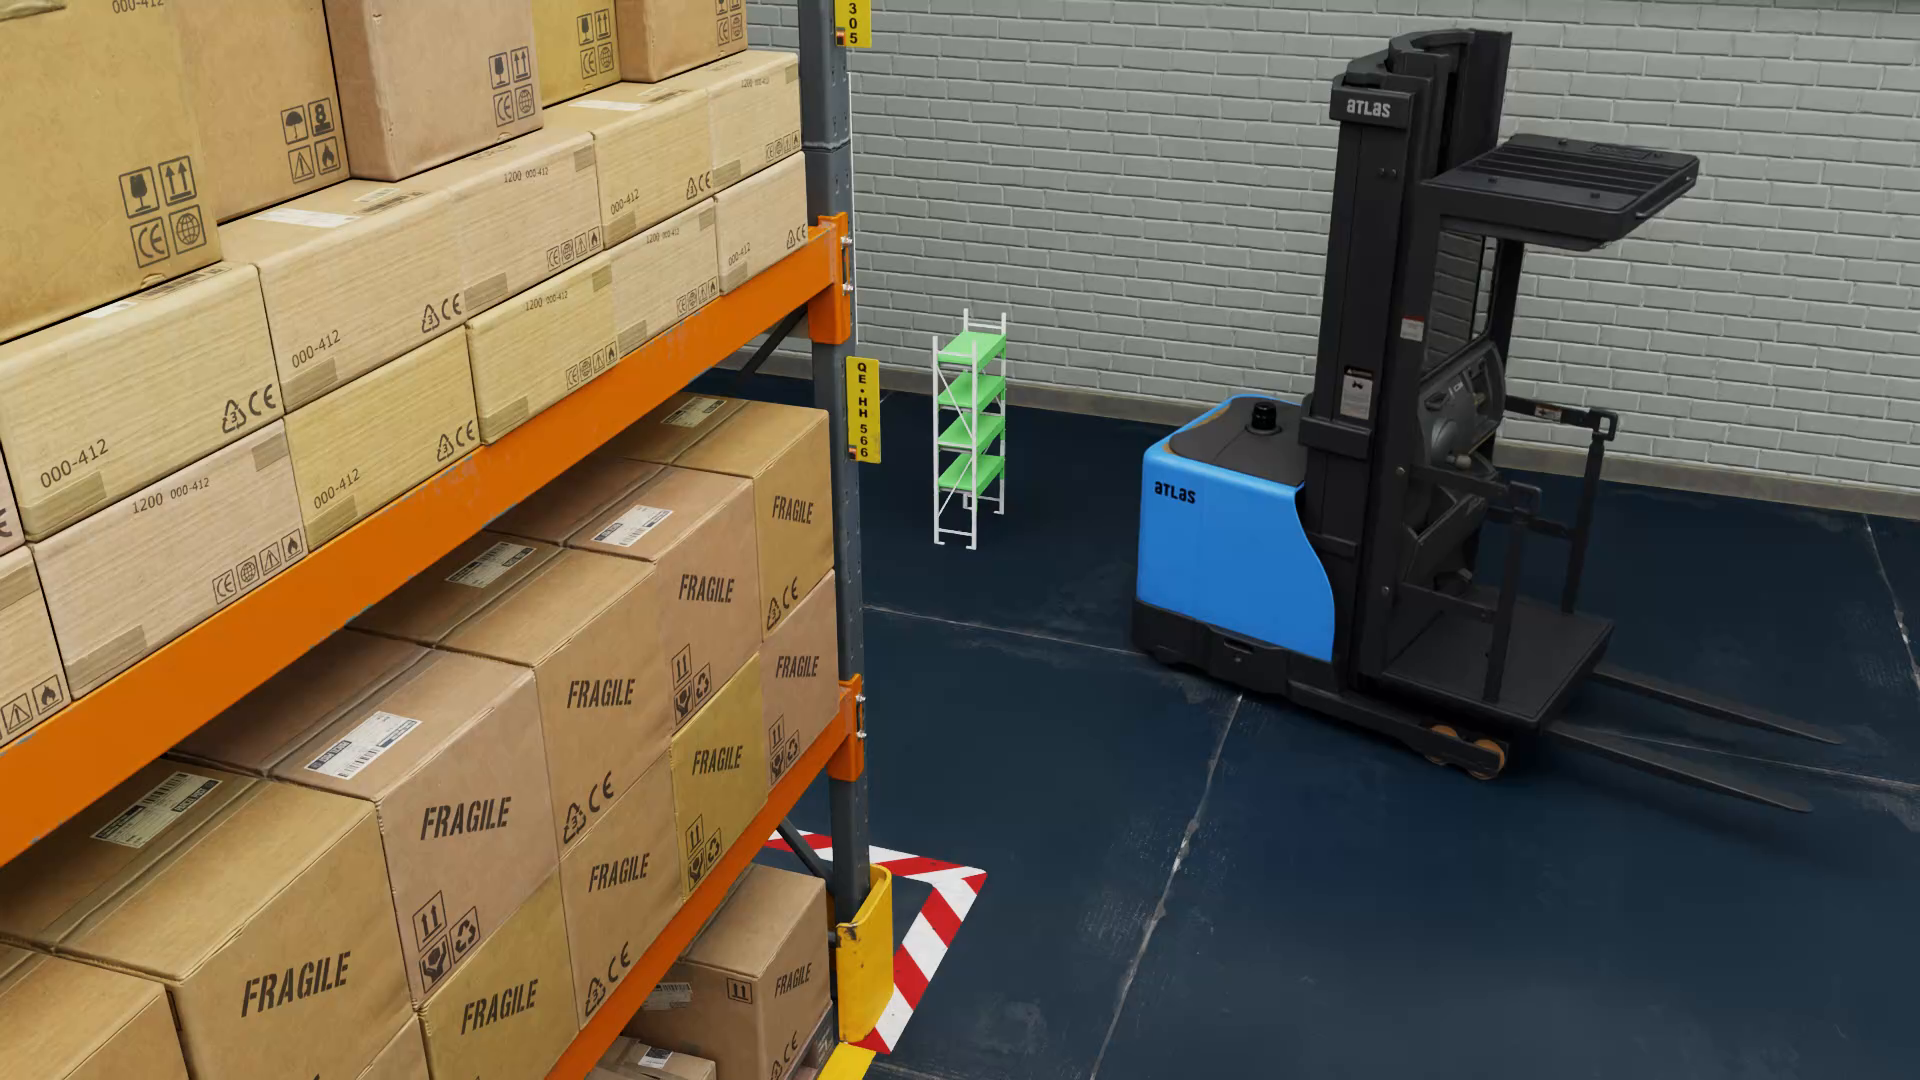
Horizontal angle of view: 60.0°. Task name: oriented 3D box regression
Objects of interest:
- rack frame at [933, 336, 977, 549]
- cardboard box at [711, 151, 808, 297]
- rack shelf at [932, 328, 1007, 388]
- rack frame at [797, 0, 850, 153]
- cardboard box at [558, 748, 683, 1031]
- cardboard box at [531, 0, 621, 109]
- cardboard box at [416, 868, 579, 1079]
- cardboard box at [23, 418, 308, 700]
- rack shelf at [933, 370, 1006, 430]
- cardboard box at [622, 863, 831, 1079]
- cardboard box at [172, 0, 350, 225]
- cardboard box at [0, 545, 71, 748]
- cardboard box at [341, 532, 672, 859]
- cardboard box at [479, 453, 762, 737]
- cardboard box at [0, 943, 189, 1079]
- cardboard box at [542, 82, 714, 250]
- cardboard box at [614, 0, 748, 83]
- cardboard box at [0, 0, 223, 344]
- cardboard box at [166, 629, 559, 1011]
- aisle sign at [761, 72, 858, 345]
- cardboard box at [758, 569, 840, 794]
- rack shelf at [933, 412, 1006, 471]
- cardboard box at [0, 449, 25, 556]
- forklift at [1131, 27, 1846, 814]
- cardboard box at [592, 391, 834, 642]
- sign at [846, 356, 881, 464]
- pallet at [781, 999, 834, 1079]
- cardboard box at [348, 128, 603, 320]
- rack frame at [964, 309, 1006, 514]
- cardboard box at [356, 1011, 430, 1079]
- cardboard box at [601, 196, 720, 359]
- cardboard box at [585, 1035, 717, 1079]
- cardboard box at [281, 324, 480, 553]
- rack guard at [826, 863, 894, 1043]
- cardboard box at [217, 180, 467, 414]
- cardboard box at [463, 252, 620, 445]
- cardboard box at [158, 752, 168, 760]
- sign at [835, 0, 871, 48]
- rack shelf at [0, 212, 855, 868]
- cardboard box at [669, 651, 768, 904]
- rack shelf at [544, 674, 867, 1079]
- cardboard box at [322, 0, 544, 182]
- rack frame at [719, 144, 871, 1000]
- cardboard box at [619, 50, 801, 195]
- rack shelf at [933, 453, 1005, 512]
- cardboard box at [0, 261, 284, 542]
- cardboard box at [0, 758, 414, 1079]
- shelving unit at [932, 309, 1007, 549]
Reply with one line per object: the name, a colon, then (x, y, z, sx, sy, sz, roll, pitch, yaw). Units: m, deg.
rack frame: (-0.026, -0.508, 8.922, 0.240, 1.200, 0.015, 9, 27, 17)
cardboard box: (-0.723, -0.840, 4.274, 0.500, 0.250, 0.500, 9, 27, 17)
rack shelf: (0.055, -0.983, 8.948, 0.258, 0.148, 0.480, 9, 27, 17)
rack frame: (-0.801, -2.507, 4.103, 1.000, 3.000, 0.127, 9, 27, 17)
cardboard box: (-1.034, 0.789, 4.063, 0.500, 0.500, 0.500, 9, 27, 18)
cardboard box: (-1.203, -1.246, 3.677, 0.700, 0.500, 0.500, 9, 27, 17)
cardboard box: (-1.202, 0.996, 3.636, 0.500, 0.500, 0.500, 8, 27, 17)
cardboard box: (-1.399, -0.020, 2.580, 0.500, 0.250, 0.500, 9, 27, 17)
rack shelf: (0.055, -0.767, 9.052, 0.258, 0.148, 0.480, 9, 27, 17)
cardboard box: (-0.750, 1.379, 5.323, 0.500, 0.500, 0.500, 9, 27, 17)
cardboard box: (-1.523, -0.833, 2.824, 0.700, 0.500, 0.500, 9, 27, 17)
cardboard box: (-1.567, 0.185, 2.156, 0.500, 0.250, 0.500, 9, 27, 17)
cardboard box: (-1.025, 0.342, 3.840, 0.500, 0.500, 0.500, 10, 27, 19)
cardboard box: (-0.857, 0.128, 4.281, 0.500, 0.500, 0.500, 10, 27, 19)
cardboard box: (-1.539, 0.977, 2.529, 0.500, 0.500, 0.500, 8, 27, 16)
cardboard box: (-0.898, -0.861, 3.743, 0.500, 0.250, 0.500, 9, 27, 17)
cardboard box: (-0.957, -1.439, 4.076, 0.700, 0.500, 0.500, 9, 27, 17)
cardboard box: (-1.546, -0.605, 2.354, 0.700, 0.500, 0.500, 9, 27, 17)
cardboard box: (-1.196, 0.553, 3.404, 0.500, 0.500, 0.500, 10, 27, 19)
aisle sign: (-0.489, -0.961, 4.810, 0.394, 0.787, 0.004, 9, 27, 17)
cardboard box: (-0.693, 0.371, 4.926, 0.500, 0.500, 0.500, 10, 27, 19)
rack shelf: (0.055, -0.551, 9.157, 0.258, 0.148, 0.480, 9, 27, 17)
cardboard box: (-1.571, -0.041, 2.048, 0.500, 0.250, 0.500, 9, 27, 17)
forklift: (2.319, -0.556, 7.035, 3.031, 2.935, 1.130, 18, 31, 32)
cardboard box: (-0.690, -0.080, 4.710, 0.500, 0.500, 0.500, 9, 27, 17)
sign: (-0.284, -0.382, 4.905, 0.100, 0.325, 0.005, 9, 27, 17)
pallet: (-1.091, 1.807, 5.276, 1.003, 0.211, 1.213, 9, 27, 17)
cardboard box: (-1.068, -0.656, 3.320, 0.500, 0.250, 0.500, 9, 27, 17)
rack frame: (0.136, -0.708, 9.336, 0.240, 1.200, 0.015, 9, 27, 17)
cardboard box: (-1.370, 1.205, 3.204, 0.500, 0.500, 0.500, 9, 27, 17)
cardboard box: (-0.900, -0.637, 3.853, 0.500, 0.250, 0.500, 9, 27, 17)
cardboard box: (-0.969, 1.682, 5.079, 0.380, 0.166, 0.250, 9, 27, 17)
cardboard box: (-1.236, -0.226, 3.005, 0.500, 0.250, 0.500, 9, 27, 17)
rack guard: (-0.826, 1.349, 5.890, 1.175, 0.500, 0.348, 9, 27, 17)
cardboard box: (-1.228, -0.450, 2.893, 0.500, 0.250, 0.500, 9, 27, 17)
cardboard box: (-1.054, -0.429, 3.425, 0.500, 0.250, 0.500, 9, 27, 17)
cardboard box: (-1.703, 0.472, 3.572, 0.500, 0.500, 0.500, 8, 27, 17)
sign: (-0.284, -1.467, 4.380, 0.100, 0.325, 0.005, 9, 27, 17)
rack shelf: (-1.467, -0.012, 3.215, 1.077, 0.370, 4.000, 9, 27, 17)
cardboard box: (-0.863, 0.585, 4.485, 0.500, 0.500, 0.500, 9, 27, 18)
rack shelf: (-1.467, 1.338, 3.869, 1.077, 0.370, 4.000, 9, 27, 17)
cardboard box: (-1.268, -1.025, 3.220, 0.700, 0.500, 0.500, 9, 27, 17)
rack frame: (-0.801, 0.193, 5.410, 1.000, 3.000, 0.127, 9, 27, 17)
cardboard box: (-0.732, -1.067, 4.168, 0.500, 0.250, 0.500, 9, 27, 17)
rack shelf: (0.055, -0.335, 9.261, 0.258, 0.148, 0.480, 9, 27, 17)
cardboard box: (-1.394, -0.244, 2.469, 0.500, 0.250, 0.500, 9, 27, 17)
cardboard box: (-1.367, 0.765, 2.965, 0.500, 0.500, 0.500, 8, 27, 16)
shelving unit: (0.055, -0.608, 9.129, 0.258, 1.200, 0.503, 9, 27, 17)
